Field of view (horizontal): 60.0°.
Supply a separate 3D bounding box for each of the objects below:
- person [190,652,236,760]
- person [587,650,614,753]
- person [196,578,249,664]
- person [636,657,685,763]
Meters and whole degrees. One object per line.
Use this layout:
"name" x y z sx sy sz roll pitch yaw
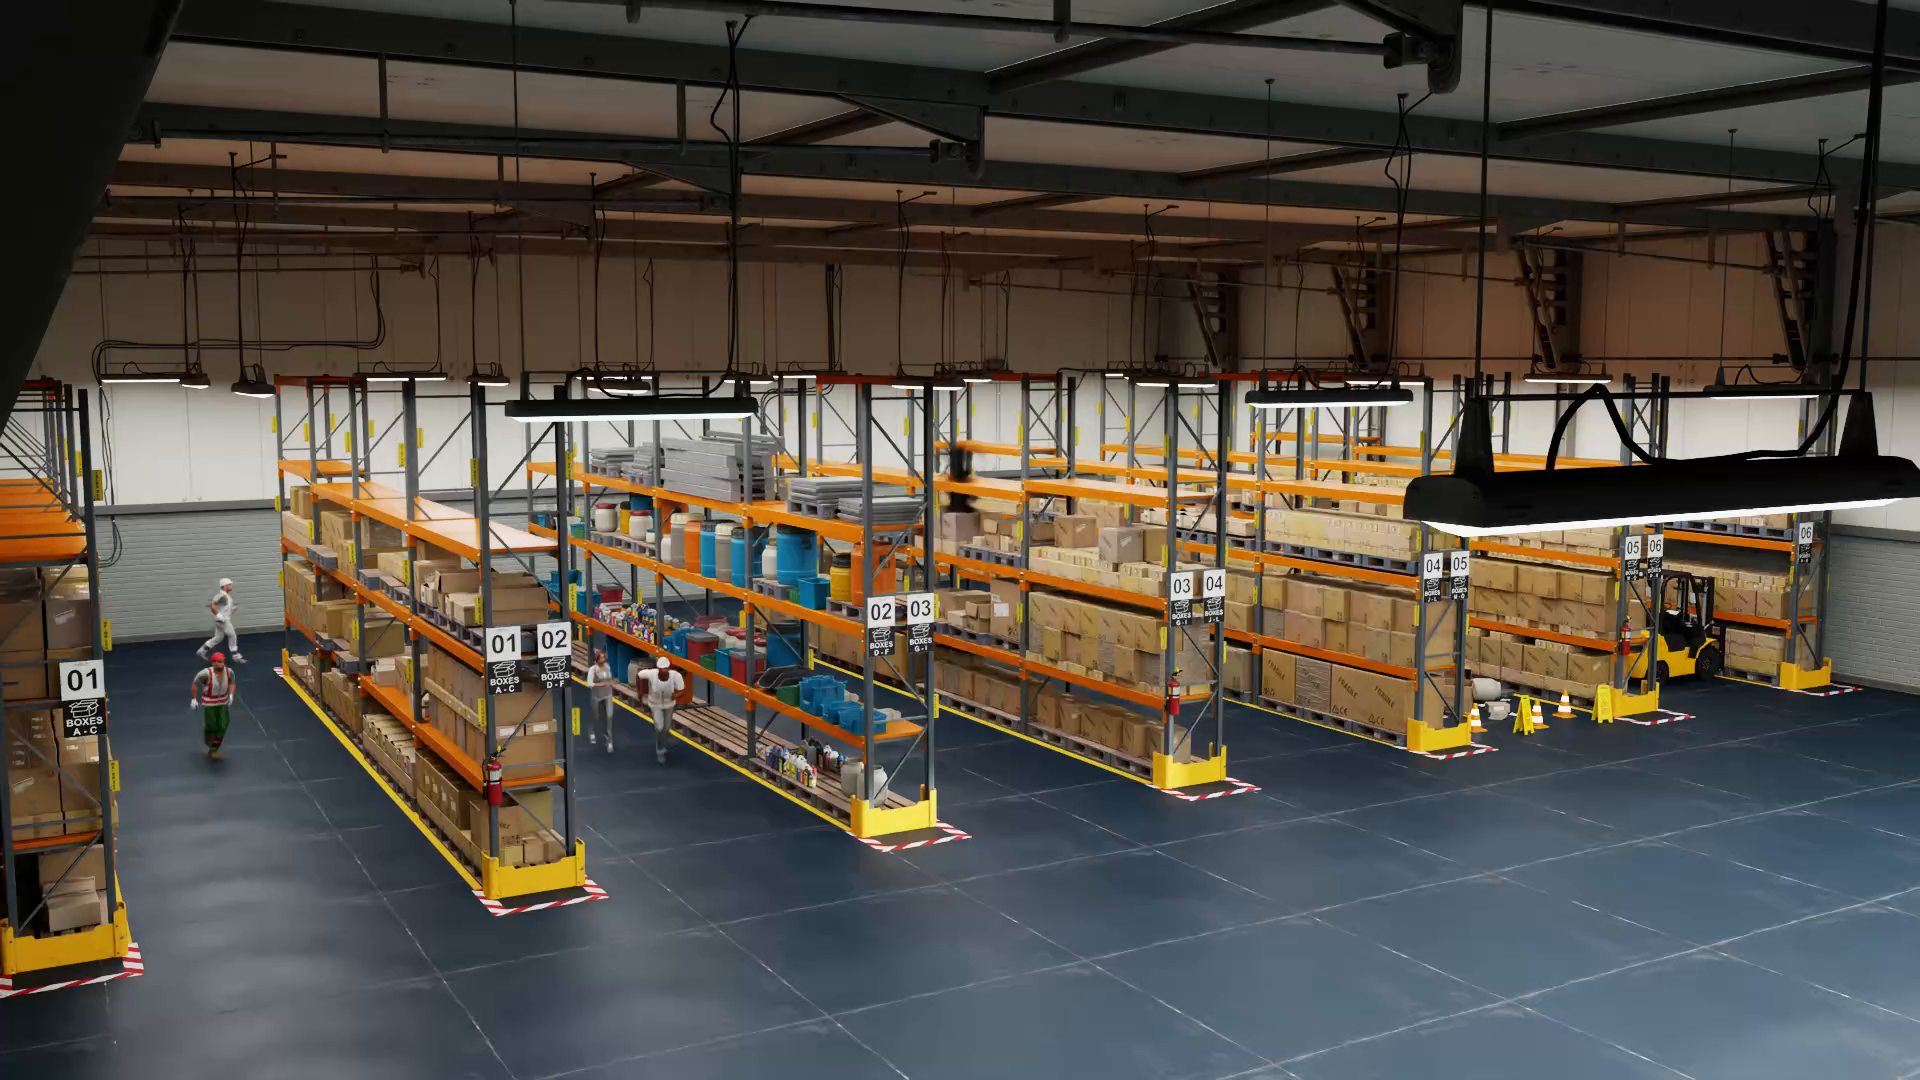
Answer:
"person" -11.823 2.603 26.358 0.704 1.715 0.670 6 8 42
"person" -5.821 2.587 26.896 0.495 1.609 0.809 -4 7 -30
"person" -15.272 1.684 34.348 1.001 1.790 0.616 -3 7 -24
"person" -4.708 2.674 26.170 0.730 1.761 0.937 -2 7 -17
